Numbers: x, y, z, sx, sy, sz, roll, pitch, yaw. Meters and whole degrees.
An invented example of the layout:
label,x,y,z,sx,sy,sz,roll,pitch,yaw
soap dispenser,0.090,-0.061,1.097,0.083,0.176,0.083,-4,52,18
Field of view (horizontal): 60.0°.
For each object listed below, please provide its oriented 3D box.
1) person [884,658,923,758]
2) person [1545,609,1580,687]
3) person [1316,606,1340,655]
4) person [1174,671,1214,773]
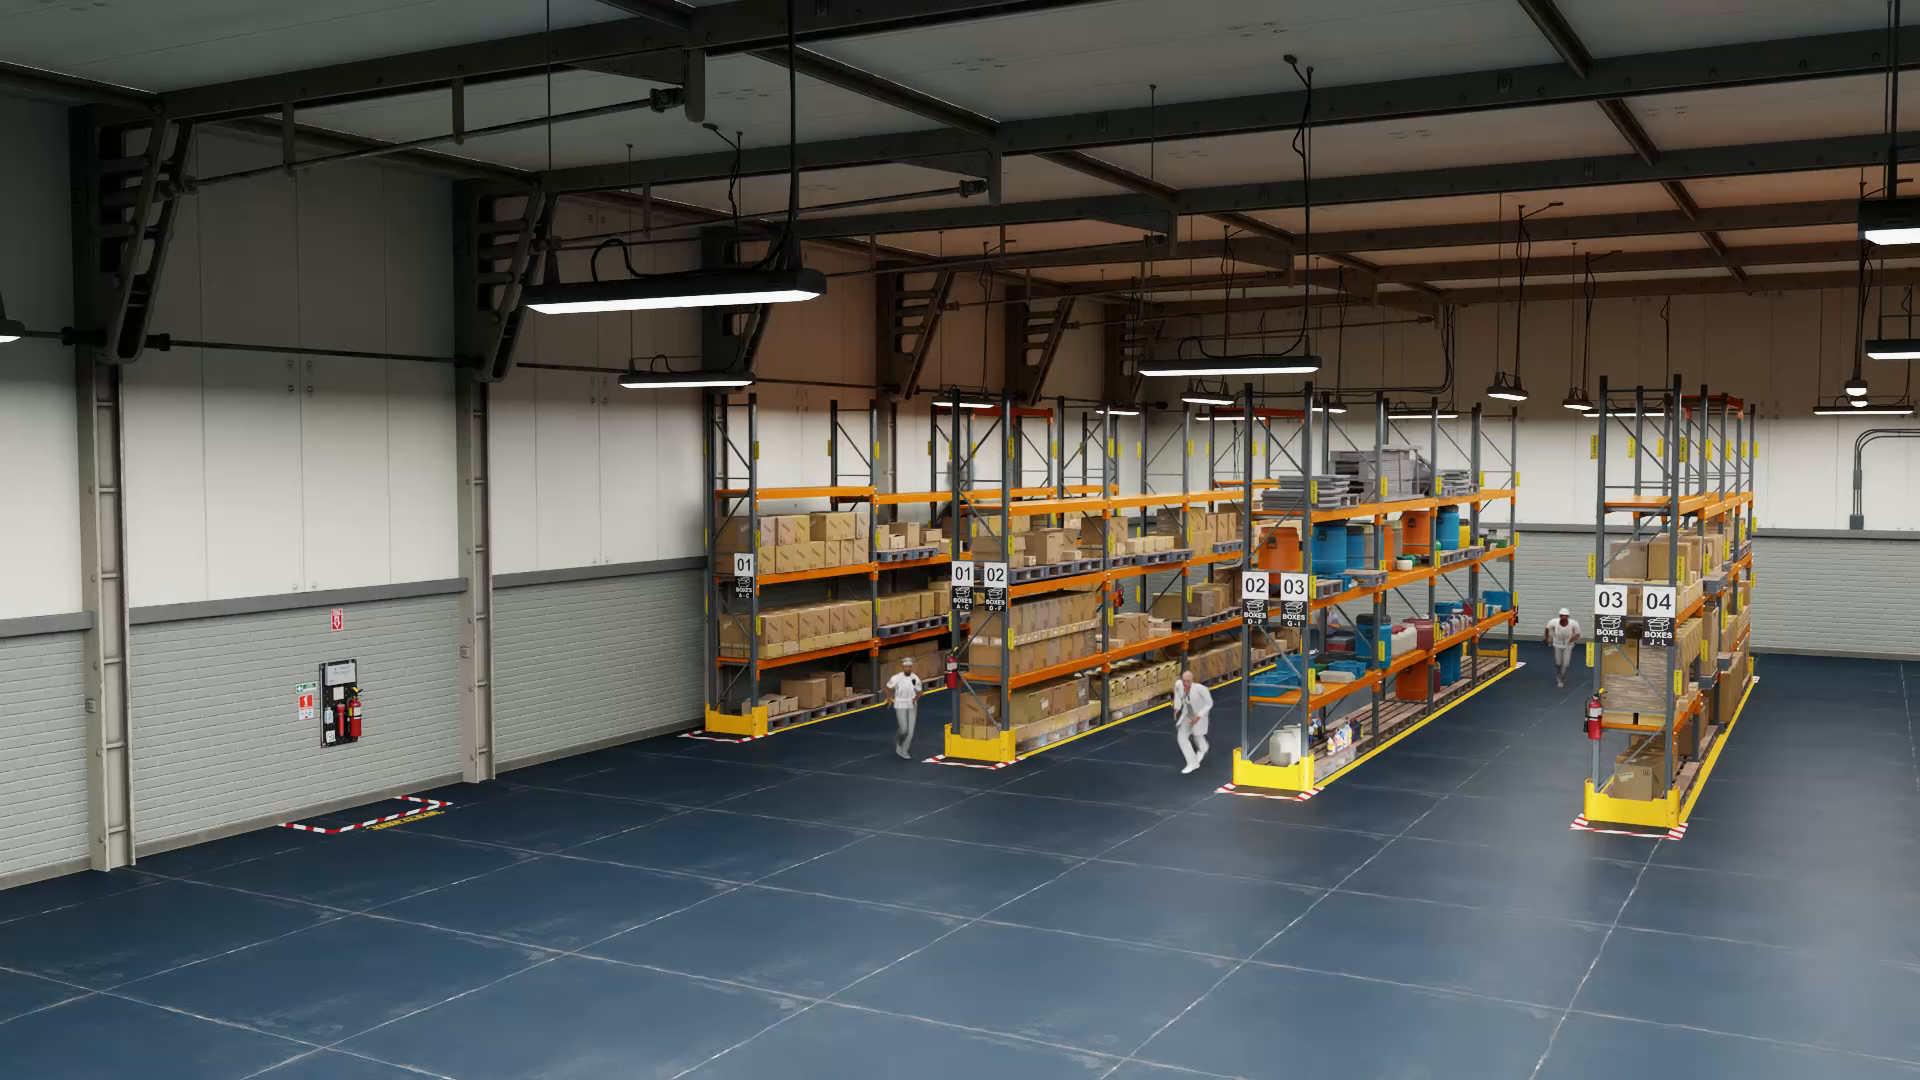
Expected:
label,x,y,z,sx,sy,sz,roll,pitch,yaw
person,-0.873,2.724,26.879,0.591,1.657,0.560,-1,3,-18
person,12.732,2.275,35.133,0.690,1.685,0.734,1,3,15
person,8.195,2.190,37.076,0.593,1.576,0.850,1,3,23
person,3.730,2.811,26.118,0.706,1.619,1.138,2,4,30
